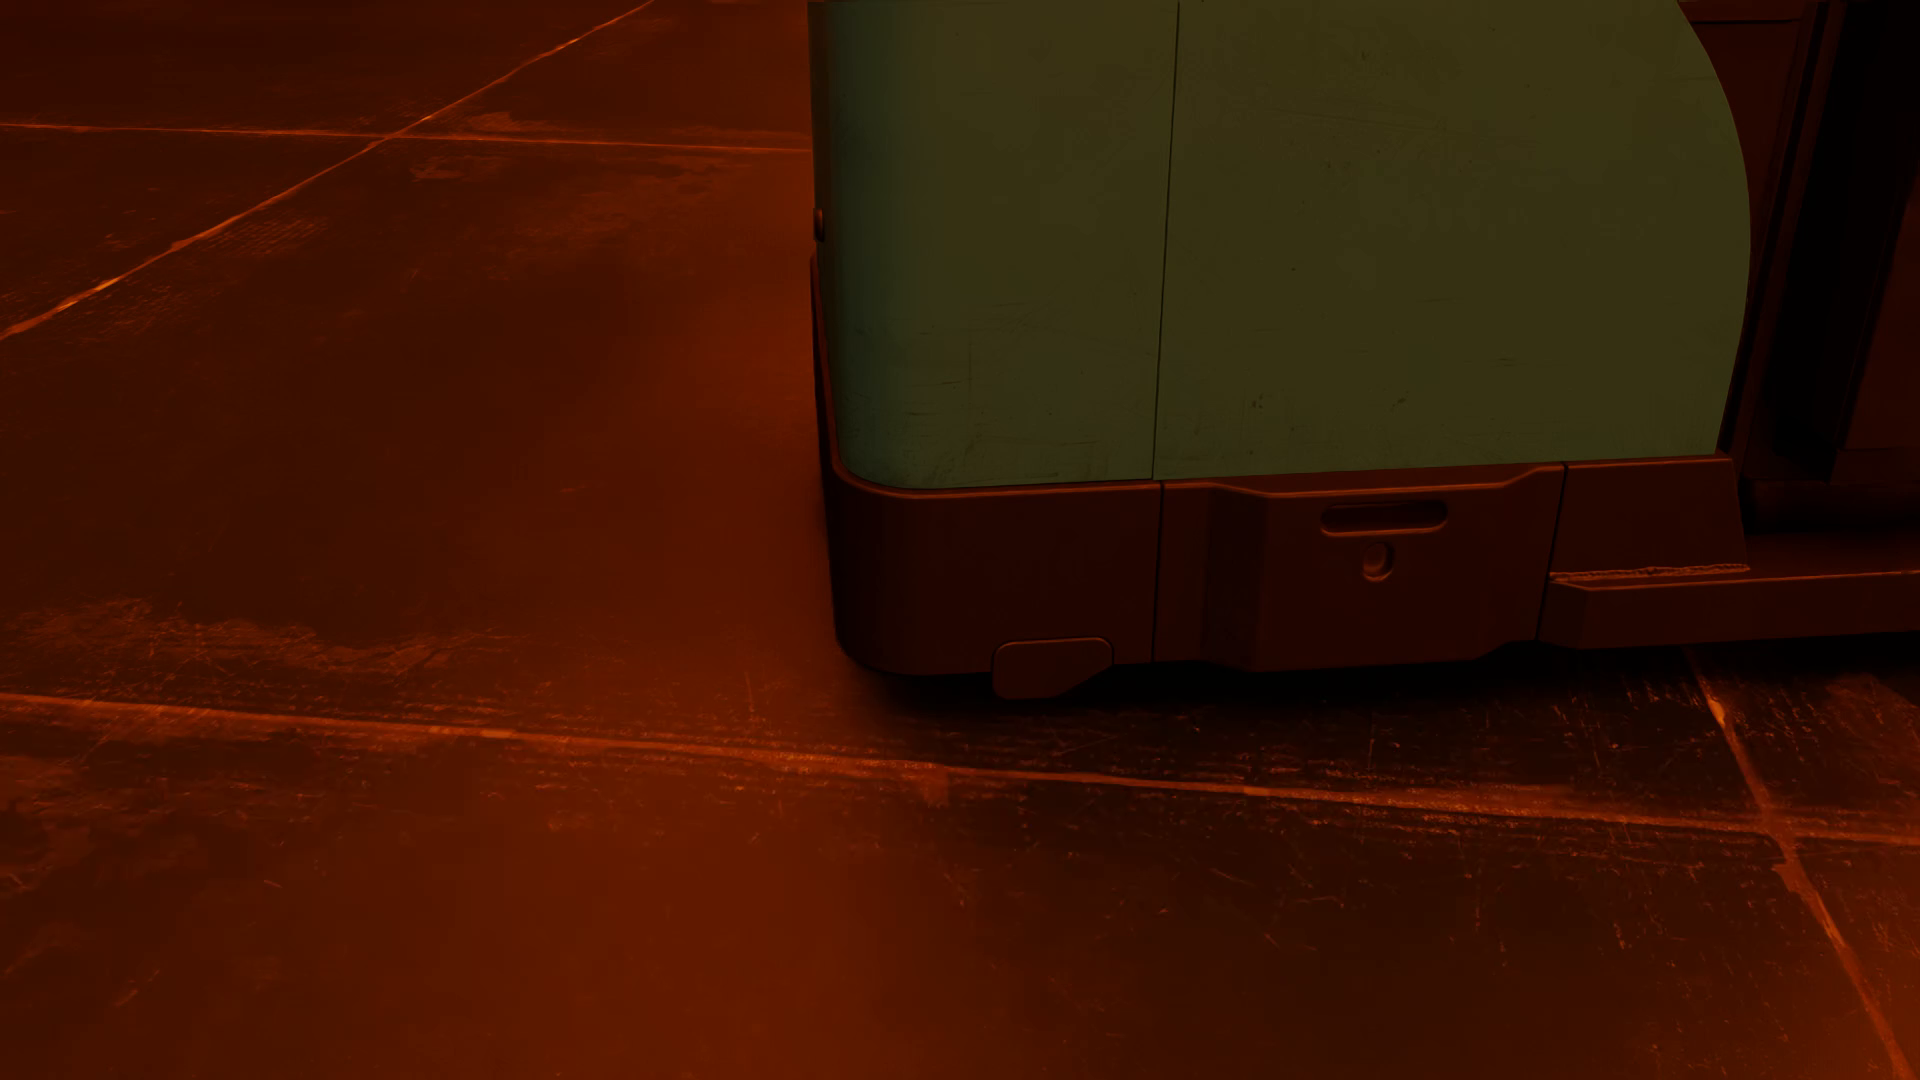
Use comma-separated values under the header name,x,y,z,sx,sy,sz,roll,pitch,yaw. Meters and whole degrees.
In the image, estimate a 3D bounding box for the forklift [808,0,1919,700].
name,x,y,z,sx,sy,sz,roll,pitch,yaw
forklift,1.306,-1.384,1.992,3.031,2.935,1.130,-3,27,-6
